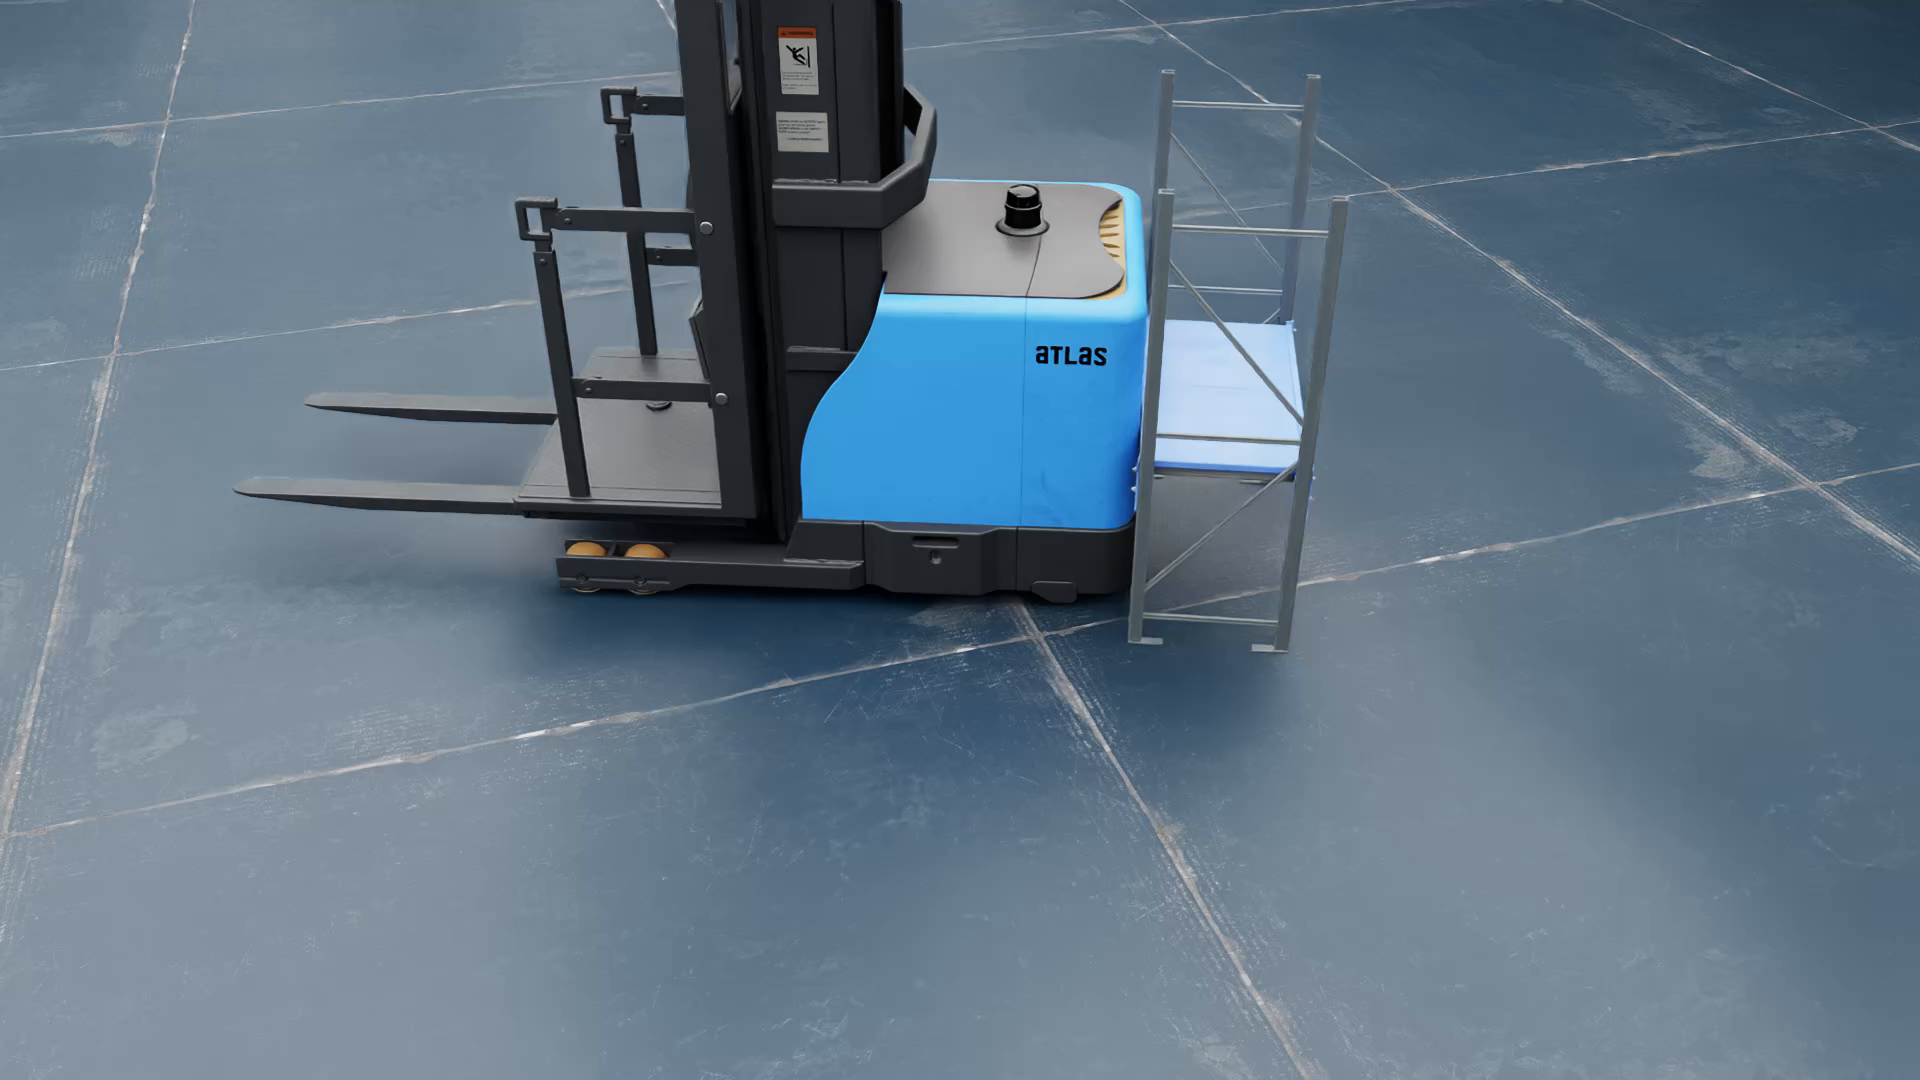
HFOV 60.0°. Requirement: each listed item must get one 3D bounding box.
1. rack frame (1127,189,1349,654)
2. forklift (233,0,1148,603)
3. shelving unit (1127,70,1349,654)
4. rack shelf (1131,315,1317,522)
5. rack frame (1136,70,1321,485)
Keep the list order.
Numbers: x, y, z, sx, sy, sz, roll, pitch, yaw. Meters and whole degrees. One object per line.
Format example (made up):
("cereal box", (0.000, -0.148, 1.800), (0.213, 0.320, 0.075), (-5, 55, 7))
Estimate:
("rack frame", (0.779, -0.291, 4.830), (0.500, 1.500, 0.032), (3, 34, 5))
("forklift", (-0.917, -1.330, 5.103), (3.031, 2.935, 1.130), (2, 34, 3))
("shelving unit", (0.833, -0.570, 5.251), (0.538, 1.500, 1.048), (3, 34, 5))
("rack shelf", (0.833, -0.420, 5.351), (0.538, 0.185, 1.000), (3, 34, 5))
("rack frame", (0.888, -0.848, 5.673), (0.500, 1.500, 0.032), (3, 34, 5))
